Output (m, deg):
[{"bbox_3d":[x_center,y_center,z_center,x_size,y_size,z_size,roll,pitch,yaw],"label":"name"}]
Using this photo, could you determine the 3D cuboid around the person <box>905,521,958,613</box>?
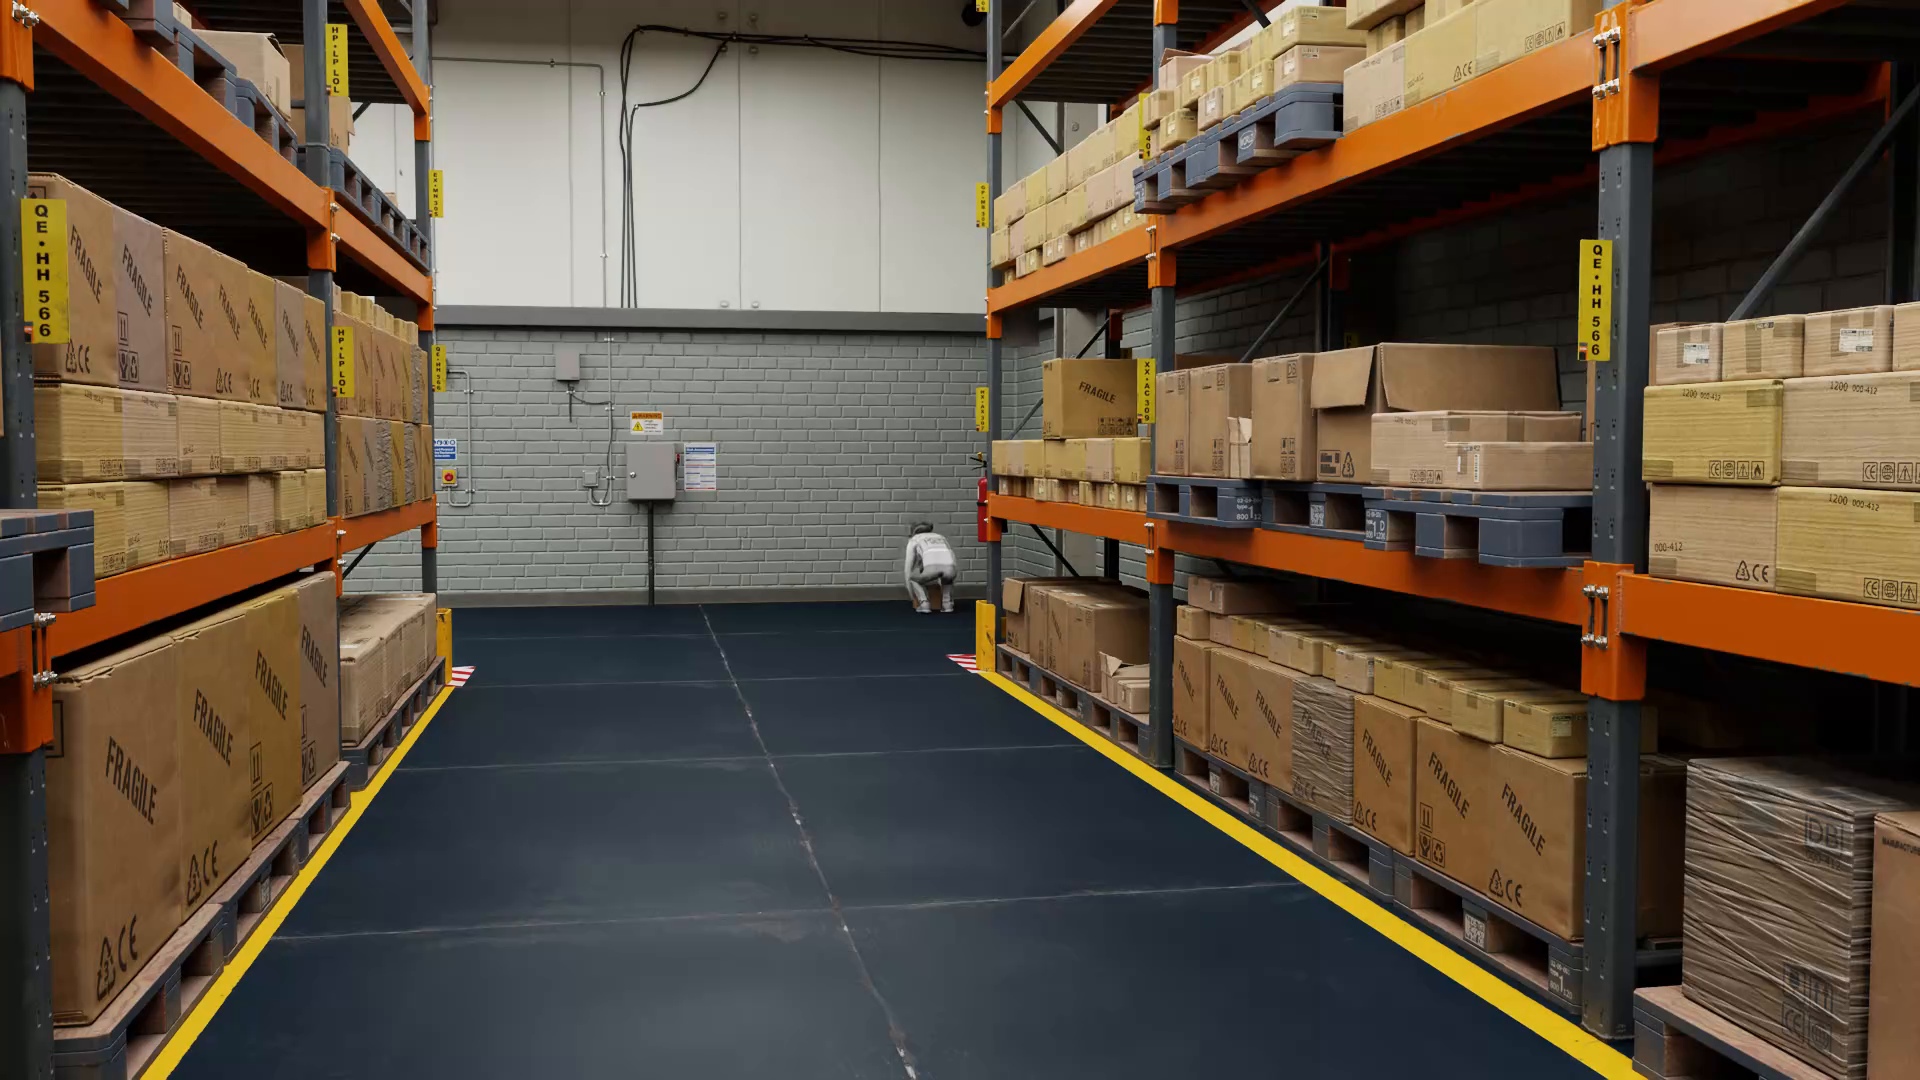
[{"bbox_3d":[-0.293,0.273,16.798,0.489,0.913,0.854,-1,3,-12],"label":"person"}]
